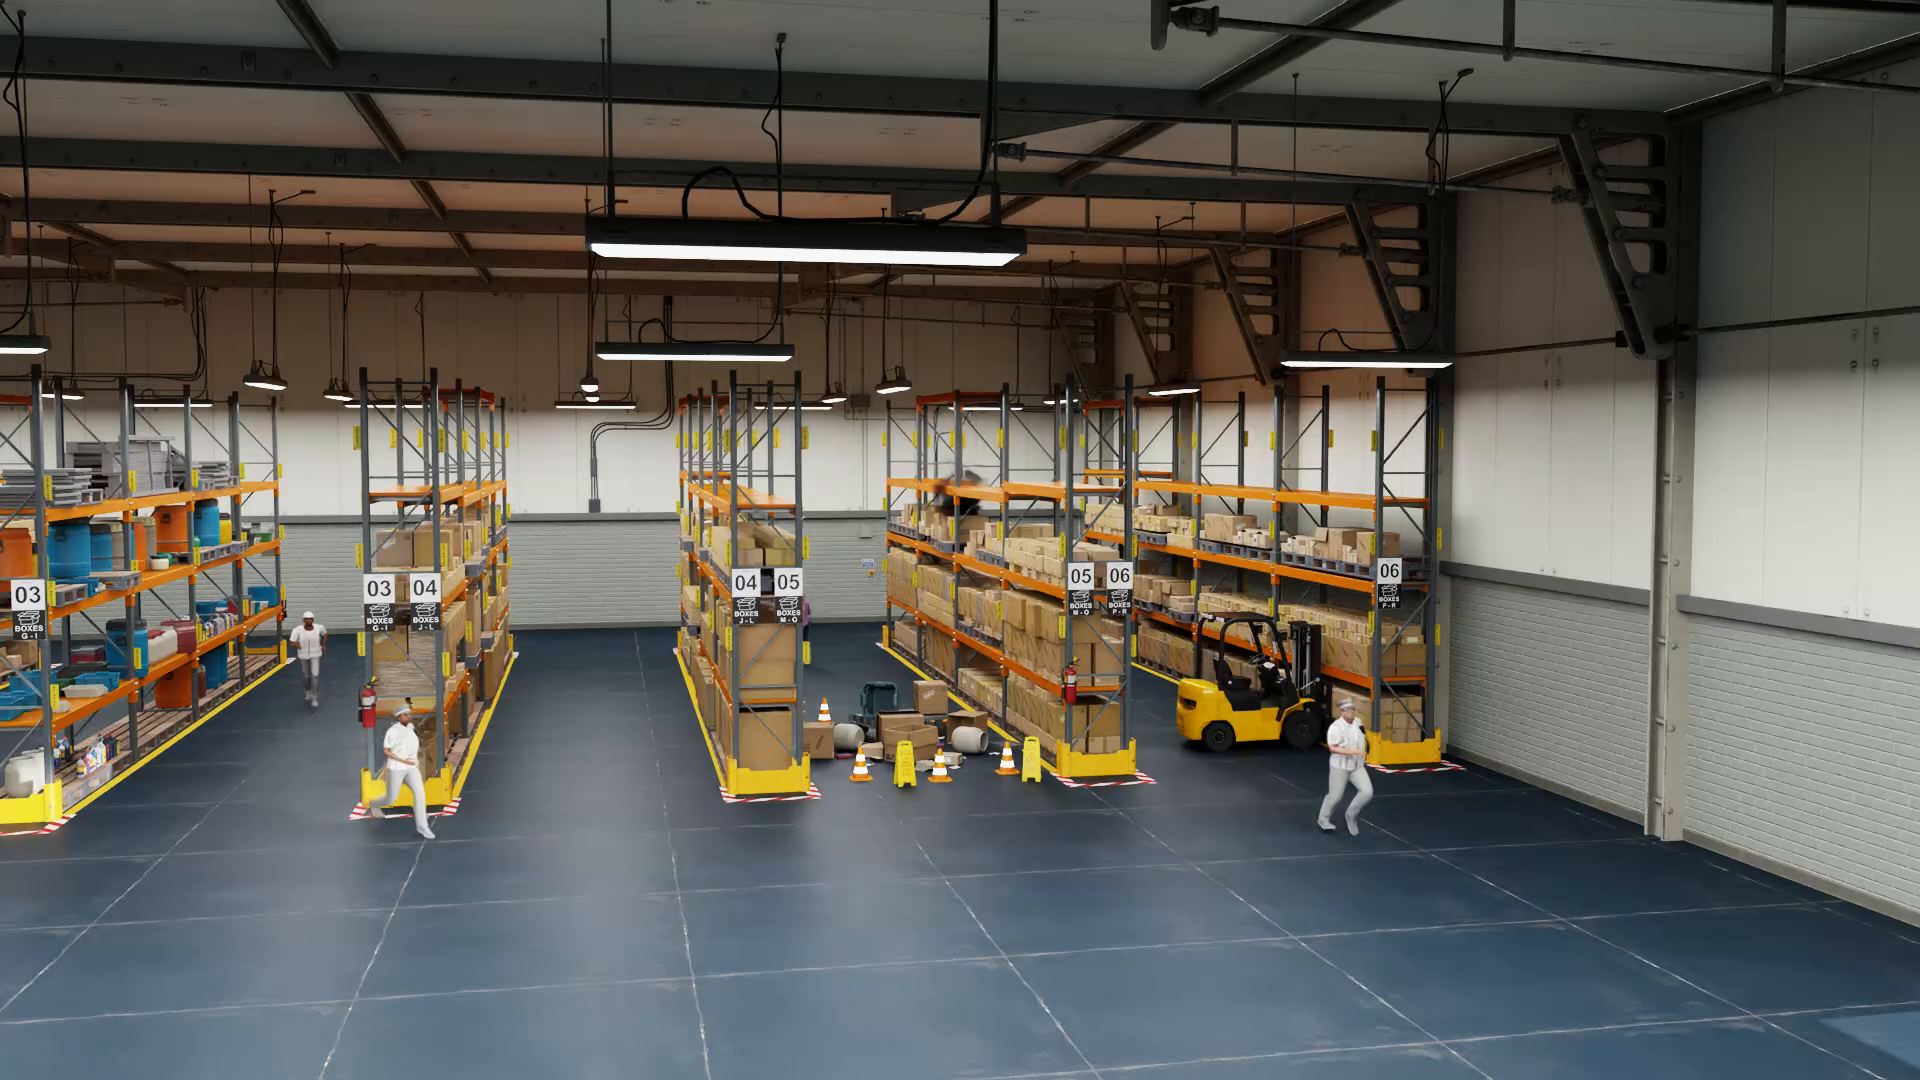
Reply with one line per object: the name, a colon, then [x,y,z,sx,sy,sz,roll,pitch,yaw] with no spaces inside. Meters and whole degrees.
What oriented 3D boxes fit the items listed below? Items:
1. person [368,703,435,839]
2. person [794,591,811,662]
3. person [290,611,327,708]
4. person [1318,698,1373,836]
person: [-7.122,2.917,21.160,1.080,1.704,0.546,2,4,34]
person: [-3.578,1.969,37.580,0.539,1.649,0.732,-2,4,-30]
person: [-12.341,2.235,31.511,0.640,1.796,0.890,-1,4,-16]
person: [4.923,2.863,21.065,0.677,1.774,0.872,-1,4,-22]
